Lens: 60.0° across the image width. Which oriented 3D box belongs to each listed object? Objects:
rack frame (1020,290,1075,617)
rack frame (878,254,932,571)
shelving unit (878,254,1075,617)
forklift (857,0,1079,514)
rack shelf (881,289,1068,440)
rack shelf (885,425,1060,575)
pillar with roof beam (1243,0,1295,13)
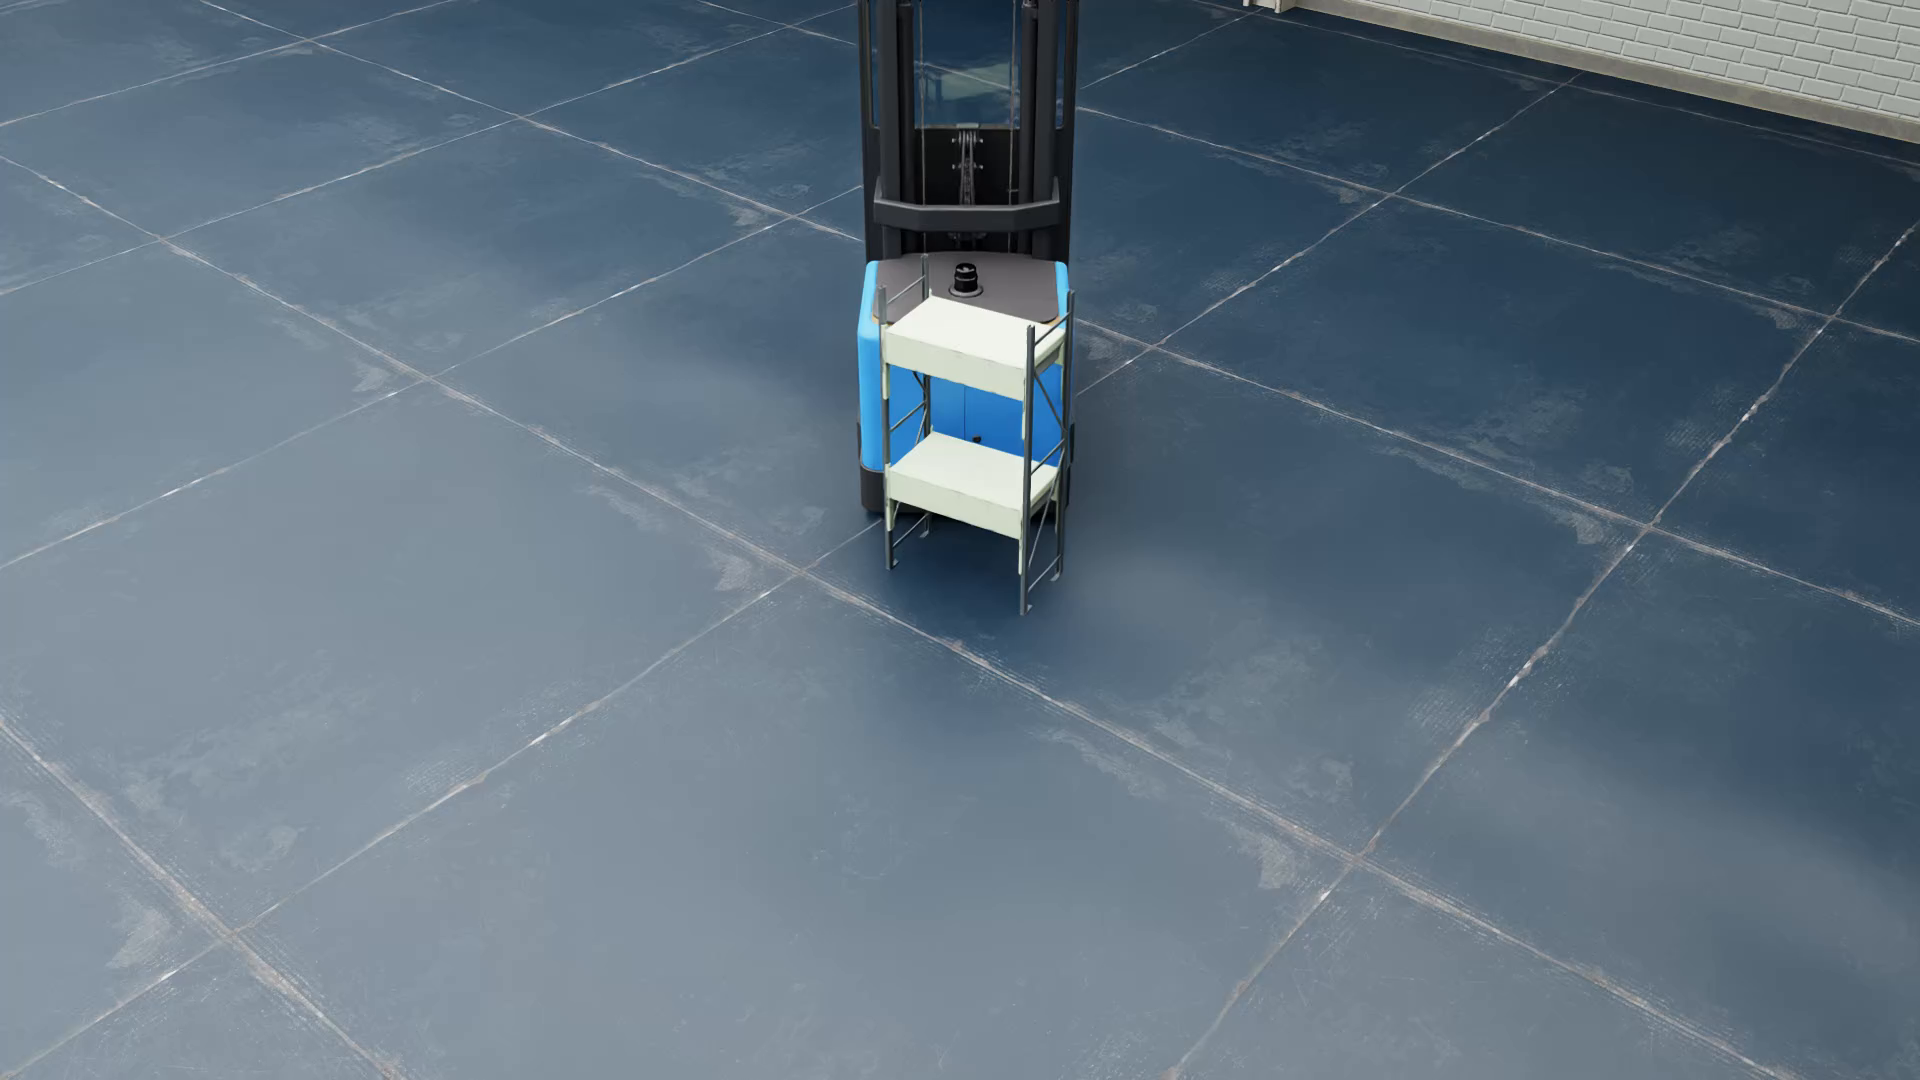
[{"bbox_3d":[0.387,-0.362,7.452,0.023,1.500,0.400,18,38,24],"label":"rack frame"},{"bbox_3d":[-0.248,-0.568,7.753,0.023,1.500,0.400,18,38,24],"label":"rack frame"},{"bbox_3d":[0.069,-0.465,7.602,0.755,1.500,0.431,18,38,24],"label":"shelving unit"},{"bbox_3d":[0.043,-2.140,8.778,1.130,2.935,3.031,0,34,1],"label":"forklift"},{"bbox_3d":[0.069,-0.787,7.381,0.720,0.370,0.431,18,38,24],"label":"rack shelf"},{"bbox_3d":[0.069,-0.196,7.787,0.720,0.370,0.431,18,38,24],"label":"rack shelf"},{"bbox_3d":[0.135,-6.826,10.241,0.400,9.000,9.100,25,42,32],"label":"pillar with roof beam"}]
